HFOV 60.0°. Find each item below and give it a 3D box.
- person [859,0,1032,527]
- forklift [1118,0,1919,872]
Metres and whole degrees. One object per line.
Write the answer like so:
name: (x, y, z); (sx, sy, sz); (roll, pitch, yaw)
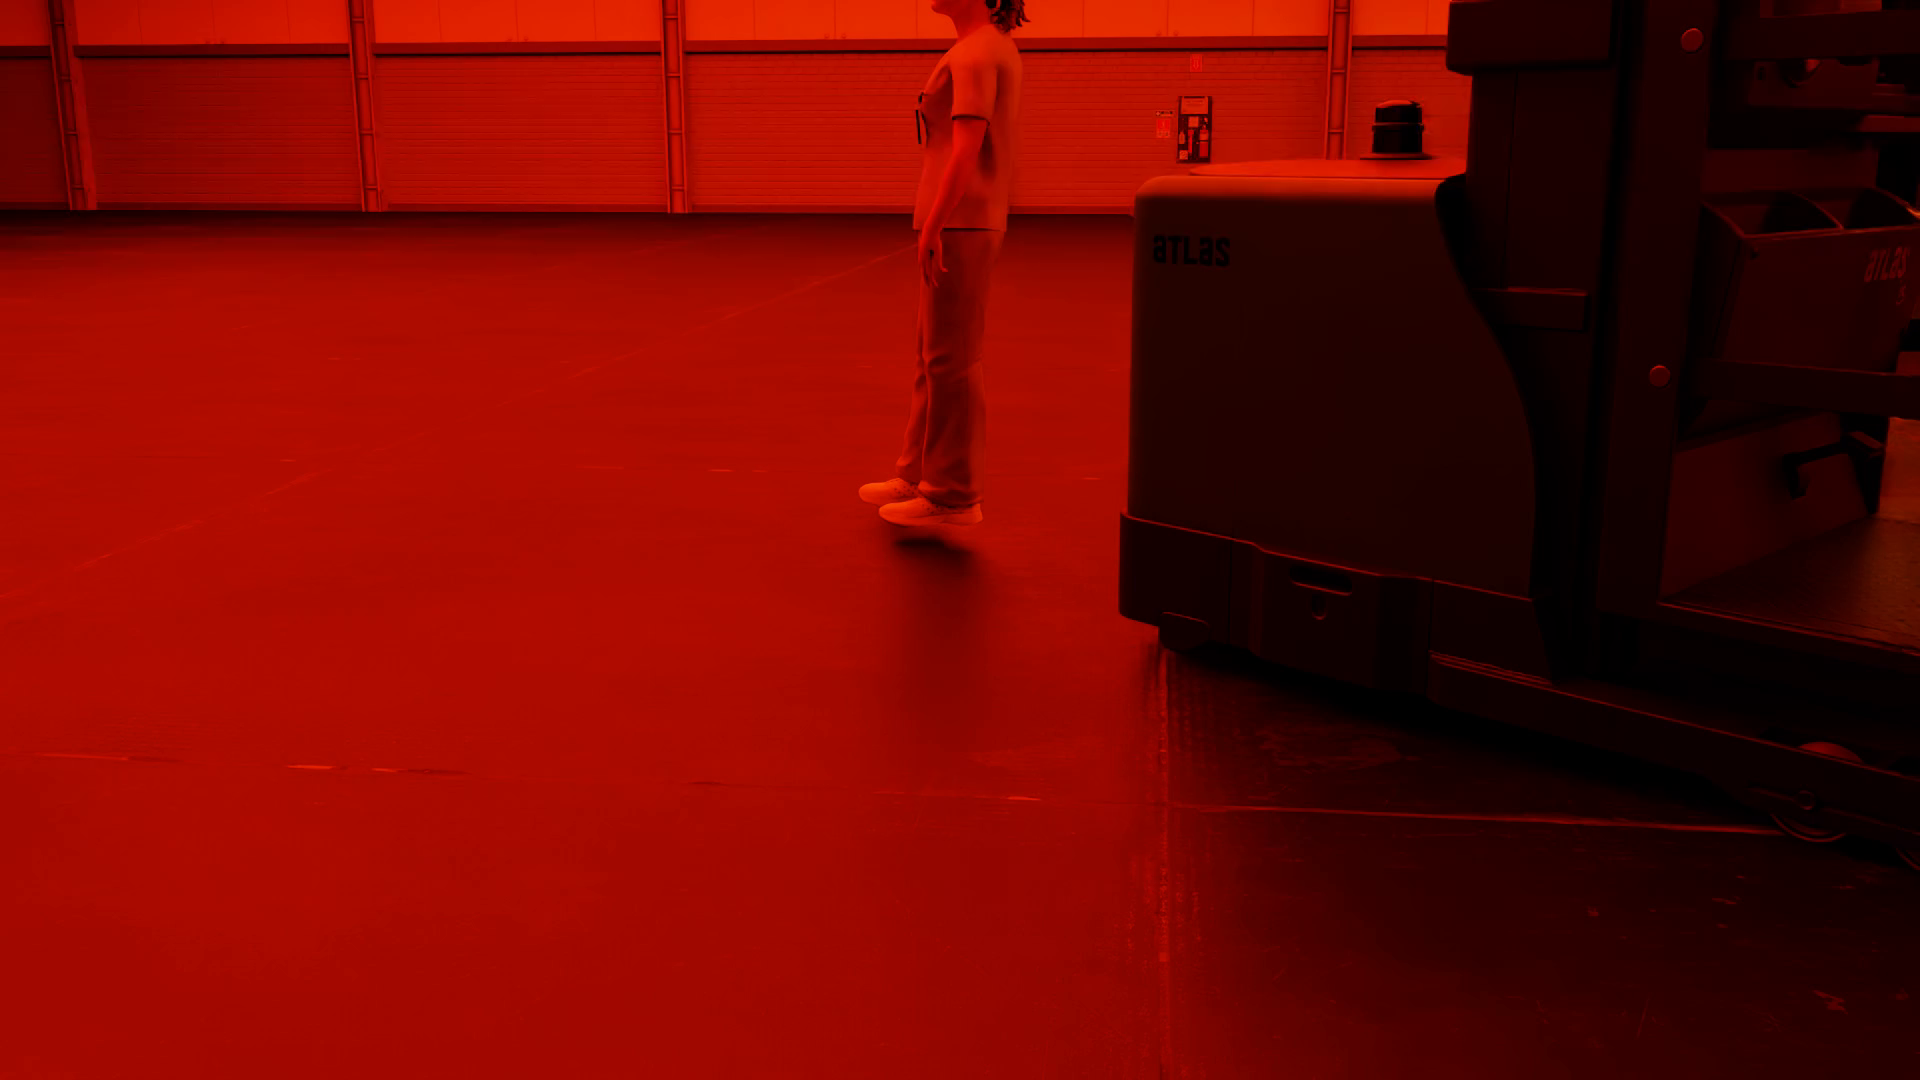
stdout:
person: (-0.071, -0.867, 4.766); (0.549, 1.676, 0.549); (2, 13, 7)
forklift: (1.748, -1.020, 2.872); (1.130, 2.935, 3.031); (-12, 18, -42)
